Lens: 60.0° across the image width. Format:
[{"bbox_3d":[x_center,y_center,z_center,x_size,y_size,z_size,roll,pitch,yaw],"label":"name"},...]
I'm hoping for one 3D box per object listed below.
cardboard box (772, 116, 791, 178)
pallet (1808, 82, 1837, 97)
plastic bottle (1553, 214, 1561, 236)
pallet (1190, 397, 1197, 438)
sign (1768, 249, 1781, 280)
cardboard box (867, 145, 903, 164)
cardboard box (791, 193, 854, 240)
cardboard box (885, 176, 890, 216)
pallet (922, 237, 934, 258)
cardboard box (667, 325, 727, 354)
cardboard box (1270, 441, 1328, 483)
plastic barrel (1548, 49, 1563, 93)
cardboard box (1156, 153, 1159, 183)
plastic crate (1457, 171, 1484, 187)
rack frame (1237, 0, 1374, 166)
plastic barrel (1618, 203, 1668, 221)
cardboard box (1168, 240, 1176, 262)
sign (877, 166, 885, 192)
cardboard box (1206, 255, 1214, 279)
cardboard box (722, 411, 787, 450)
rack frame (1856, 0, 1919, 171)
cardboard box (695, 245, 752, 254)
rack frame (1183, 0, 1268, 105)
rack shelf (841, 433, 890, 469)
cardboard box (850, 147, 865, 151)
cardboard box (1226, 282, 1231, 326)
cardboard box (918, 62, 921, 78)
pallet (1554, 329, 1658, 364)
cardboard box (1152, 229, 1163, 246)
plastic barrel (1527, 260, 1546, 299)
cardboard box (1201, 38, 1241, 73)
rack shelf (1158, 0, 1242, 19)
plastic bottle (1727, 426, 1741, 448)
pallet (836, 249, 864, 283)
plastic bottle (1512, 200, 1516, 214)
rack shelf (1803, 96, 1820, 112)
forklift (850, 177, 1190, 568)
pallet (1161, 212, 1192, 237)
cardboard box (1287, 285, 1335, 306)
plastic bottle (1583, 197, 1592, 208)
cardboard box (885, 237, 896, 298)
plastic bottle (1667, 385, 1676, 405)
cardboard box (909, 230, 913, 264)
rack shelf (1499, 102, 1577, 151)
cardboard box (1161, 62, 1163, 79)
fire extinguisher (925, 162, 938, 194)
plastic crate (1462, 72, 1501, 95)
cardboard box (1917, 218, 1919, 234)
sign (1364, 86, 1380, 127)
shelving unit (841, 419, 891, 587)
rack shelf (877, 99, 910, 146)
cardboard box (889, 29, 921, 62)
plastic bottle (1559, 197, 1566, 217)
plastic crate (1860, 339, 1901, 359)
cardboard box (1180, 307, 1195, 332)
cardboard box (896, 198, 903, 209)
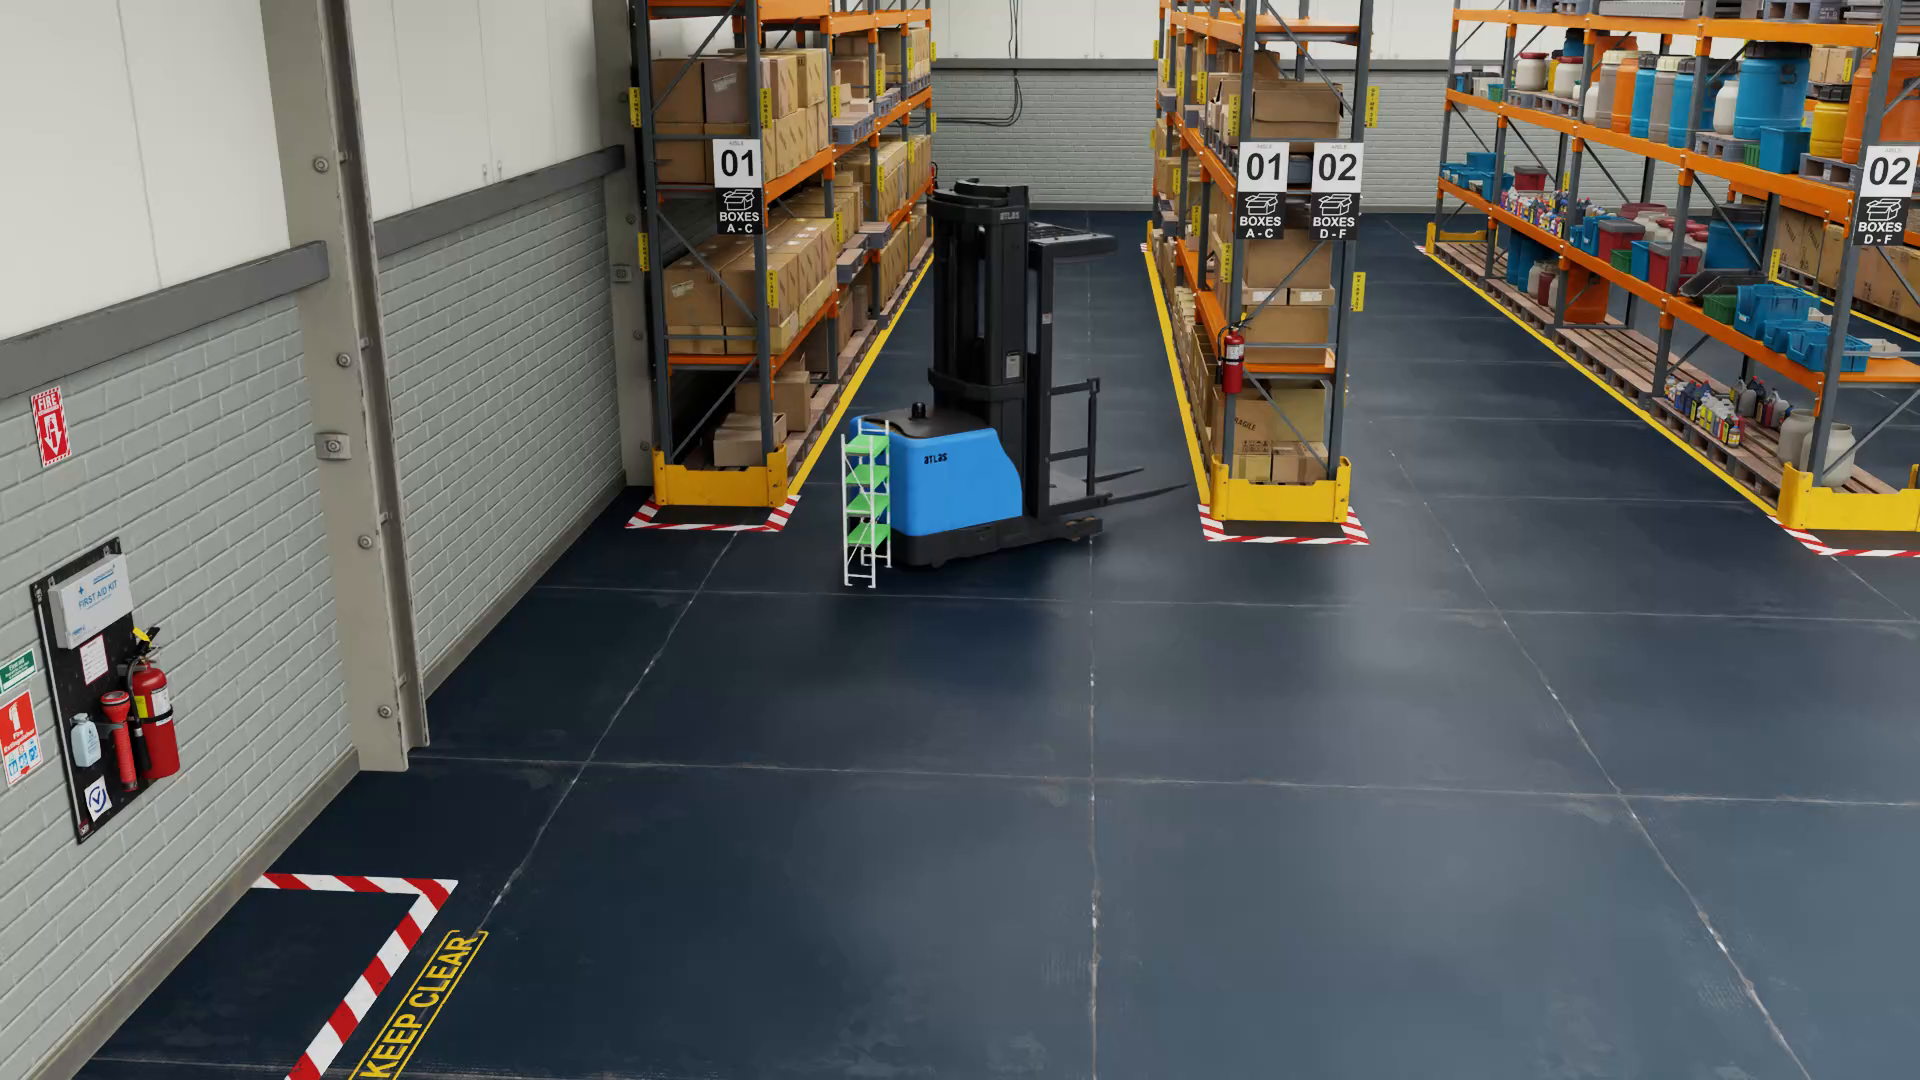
[{"bbox_3d":[-1.810,-3.503,14.788,0.500,0.500,0.500,2,18,8],"label":"cardboard box"},{"bbox_3d":[13.594,-6.789,25.150,1.003,0.211,1.213,1,18,4],"label":"pallet"},{"bbox_3d":[7.918,-4.172,22.024,0.061,0.283,0.133,1,18,4],"label":"plastic bottle"},{"bbox_3d":[2.972,-1.318,17.607,1.003,0.211,1.213,1,18,4],"label":"pallet"},{"bbox_3d":[8.559,-2.894,17.492,0.100,0.325,0.005,1,18,4],"label":"sign"},{"bbox_3d":[-1.122,-5.729,24.715,0.500,0.250,0.500,2,18,5],"label":"cardboard box"},{"bbox_3d":[-1.675,-3.964,20.337,0.700,0.500,0.500,1,18,4],"label":"cardboard box"},{"bbox_3d":[-1.247,-4.747,22.923,0.500,0.500,0.500,2,18,6],"label":"cardboard box"},{"bbox_3d":[-0.990,-5.151,29.303,1.003,0.211,1.213,1,18,4],"label":"pallet"},{"bbox_3d":[-2.317,-1.844,14.943,0.500,0.250,0.500,2,18,5],"label":"cardboard box"},{"bbox_3d":[3.044,-0.702,14.989,0.500,0.250,0.500,1,18,4],"label":"cardboard box"},{"bbox_3d":[8.721,-6.689,23.725,0.600,0.588,0.600,0,18,0],"label":"plastic barrel"},{"bbox_3d":[3.565,-6.216,27.915,0.500,0.500,0.500,1,18,4],"label":"cardboard box"},{"bbox_3d":[8.431,-5.975,27.514,0.416,0.233,0.300,1,18,4],"label":"plastic crate"},{"bbox_3d":[2.784,-4.498,13.199,1.000,3.000,0.127,1,18,4],"label":"rack frame"},{"bbox_3d":[8.566,-3.934,20.893,0.600,0.536,0.708,1,18,4],"label":"plastic barrel"},{"bbox_3d":[3.259,-4.141,23.846,0.500,0.250,0.500,1,18,3],"label":"cardboard box"},{"bbox_3d":[-1.042,-4.745,21.854,0.100,0.325,0.005,1,18,4],"label":"sign"},{"bbox_3d":[2.950,-3.103,18.791,0.396,0.266,0.258,1,18,3],"label":"cardboard box"},{"bbox_3d":[-1.977,-1.078,16.007,0.500,0.311,0.500,3,18,8],"label":"cardboard box"},{"bbox_3d":[7.724,-4.386,12.858,1.000,3.000,0.127,1,18,4],"label":"rack frame"},{"bbox_3d":[-2.257,-2.519,15.798,0.500,0.500,0.500,1,18,2],"label":"cardboard box"},{"bbox_3d":[3.357,-6.983,20.781,1.000,3.000,0.127,1,18,4],"label":"rack frame"},{"bbox_3d":[-0.723,-0.684,12.749,0.258,0.148,0.480,4,19,11],"label":"rack shelf"},{"bbox_3d":[-1.652,-5.583,24.269,0.500,0.250,0.500,1,18,2],"label":"cardboard box"},{"bbox_3d":[2.938,-2.320,16.026,0.700,0.500,0.500,2,18,6],"label":"cardboard box"},{"bbox_3d":[-0.905,-7.611,26.922,0.500,0.250,0.500,1,18,2],"label":"cardboard box"},{"bbox_3d":[8.203,-2.455,21.077,1.003,0.211,1.213,1,18,4],"label":"pallet"},{"bbox_3d":[3.573,-5.201,28.688,0.500,0.250,0.500,1,18,4],"label":"cardboard box"},{"bbox_3d":[8.348,-3.718,23.773,0.421,0.512,0.421,0,18,0],"label":"plastic barrel"},{"bbox_3d":[3.395,-6.215,21.490,0.500,0.500,0.500,1,18,4],"label":"cardboard box"},{"bbox_3d":[3.787,-8.503,26.581,1.077,0.370,4.000,1,18,4],"label":"rack shelf"},{"bbox_3d":[7.418,-0.995,15.930,0.097,0.201,0.097,0,18,0],"label":"plastic bottle"},{"bbox_3d":[-1.671,-3.142,19.003,1.003,0.211,1.213,1,18,4],"label":"pallet"},{"bbox_3d":[8.102,-4.854,24.237,0.097,0.201,0.097,0,18,0],"label":"plastic bottle"},{"bbox_3d":[13.668,-6.857,26.369,1.077,0.370,4.000,1,18,4],"label":"rack shelf"},{"bbox_3d":[0.598,-1.507,13.815,3.031,2.935,1.130,-12,22,-32],"label":"forklift"},{"bbox_3d":[3.336,-4.253,22.393,1.213,0.211,1.003,1,18,4],"label":"pallet"},{"bbox_3d":[3.027,-2.120,14.374,0.380,0.149,0.250,1,18,4],"label":"cardboard box"},{"bbox_3d":[8.766,-4.604,23.236,0.144,0.351,0.185,1,18,4],"label":"plastic bottle"},{"bbox_3d":[-1.331,-3.917,23.837,0.750,0.750,0.750,1,18,4],"label":"cardboard box"},{"bbox_3d":[7.543,-1.536,17.582,0.097,0.201,0.097,0,18,0],"label":"plastic bottle"},{"bbox_3d":[-1.141,-4.725,26.867,0.700,0.500,0.500,2,18,5],"label":"cardboard box"},{"bbox_3d":[8.441,-5.725,22.915,1.077,0.370,4.000,1,18,4],"label":"rack shelf"},{"bbox_3d":[3.522,-7.589,26.886,0.500,0.250,0.500,1,18,4],"label":"cardboard box"},{"bbox_3d":[-0.539,-6.548,29.814,0.296,0.674,0.183,1,18,4],"label":"fire extinguisher"},{"bbox_3d":[8.487,-7.432,27.071,0.504,0.338,0.767,1,18,4],"label":"plastic crate"},{"bbox_3d":[13.068,-4.271,21.978,0.500,0.500,0.500,1,18,3],"label":"cardboard box"},{"bbox_3d":[3.337,-3.511,13.474,0.100,0.325,0.005,1,18,4],"label":"sign"},{"bbox_3d":[-0.723,-0.289,12.878,0.258,1.200,0.503,4,19,11],"label":"shelving unit"},{"bbox_3d":[-1.441,-5.946,23.590,1.077,0.370,4.000,1,18,4],"label":"rack shelf"},{"bbox_3d":[-0.906,-7.970,26.812,0.500,0.500,0.500,1,18,4],"label":"cardboard box"},{"bbox_3d":[8.690,-4.799,23.957,0.097,0.271,0.097,0,18,0],"label":"plastic bottle"},{"bbox_3d":[8.109,-1.681,14.659,0.298,0.136,0.250,1,18,4],"label":"plastic crate"},{"bbox_3d":[2.922,-2.654,20.046,0.500,0.311,0.500,1,18,3],"label":"cardboard box"},{"bbox_3d":[-1.057,-5.021,24.799,0.380,0.149,0.250,1,18,4],"label":"cardboard box"}]
